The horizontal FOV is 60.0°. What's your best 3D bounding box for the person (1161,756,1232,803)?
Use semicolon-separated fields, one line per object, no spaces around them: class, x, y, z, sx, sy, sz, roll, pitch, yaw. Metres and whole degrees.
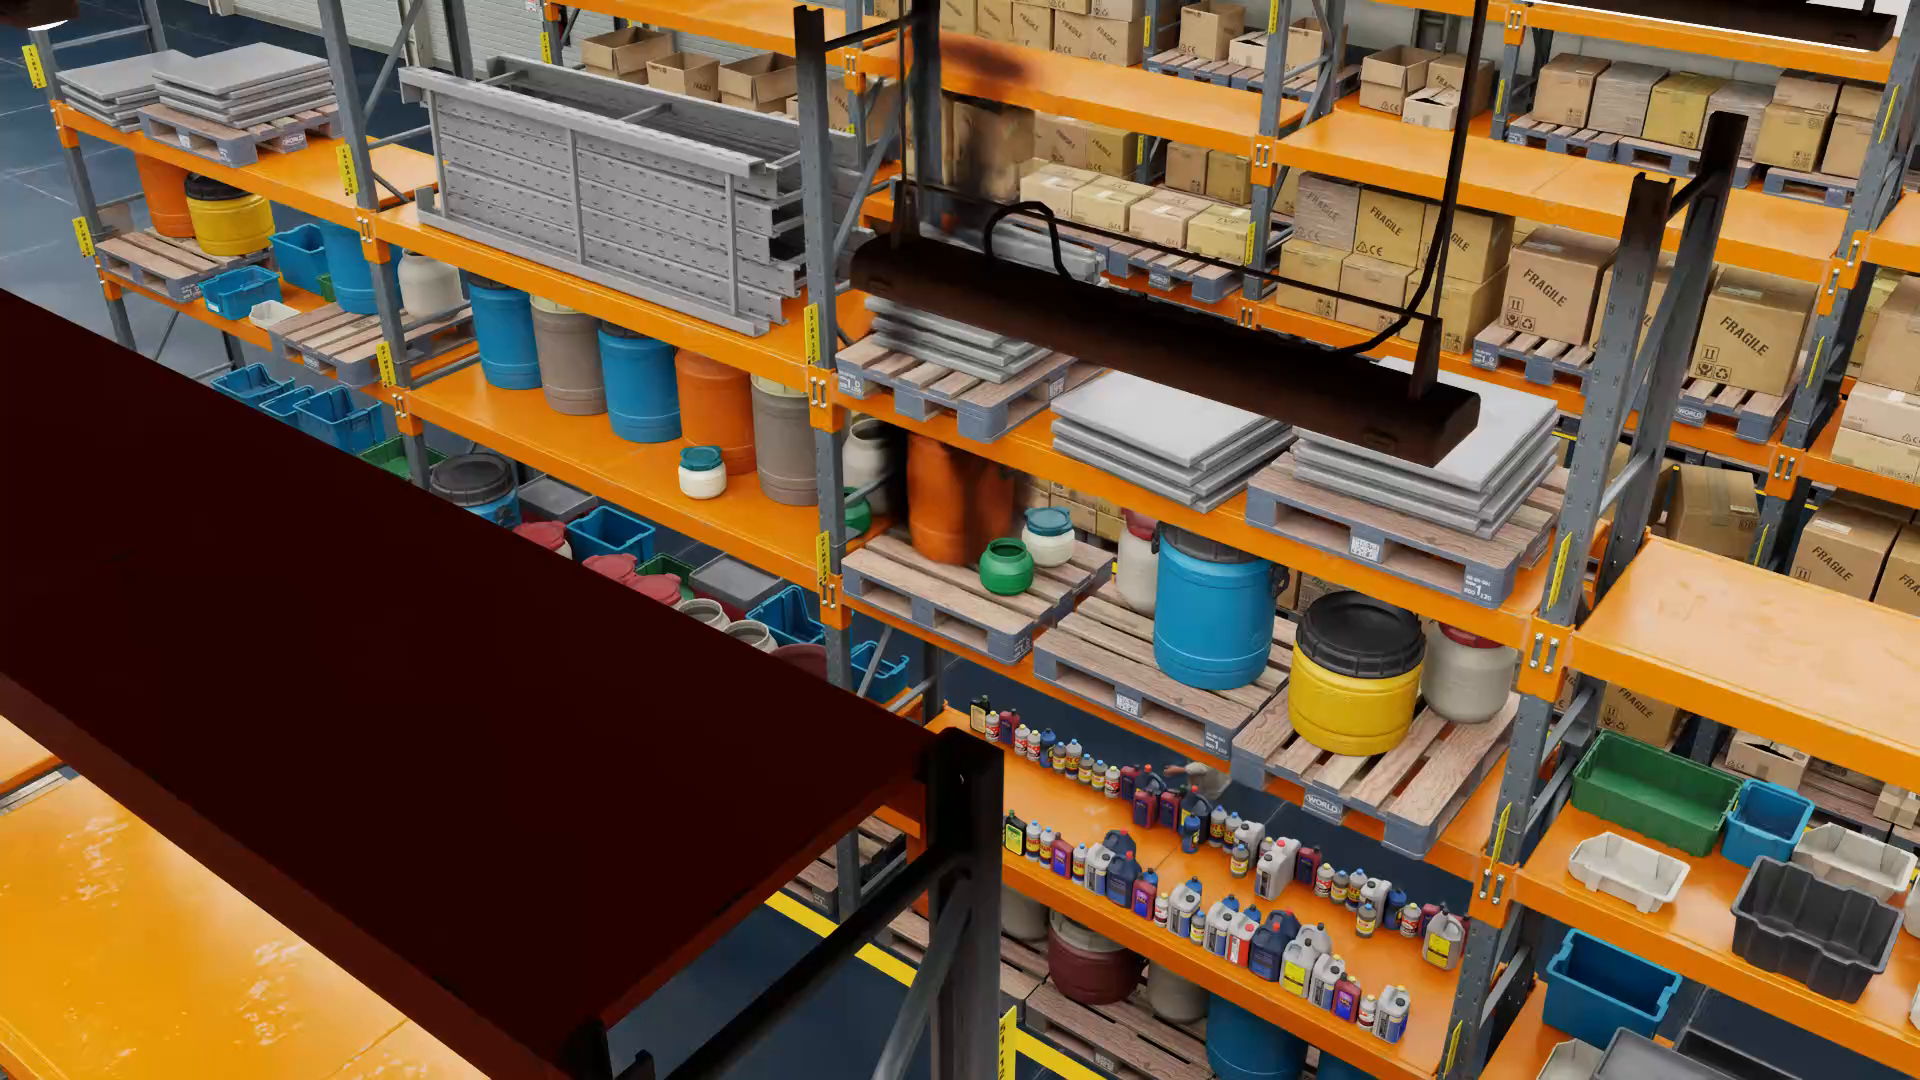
person;1.747;1.618;11.162;0.680;1.562;0.525;21;37;30
